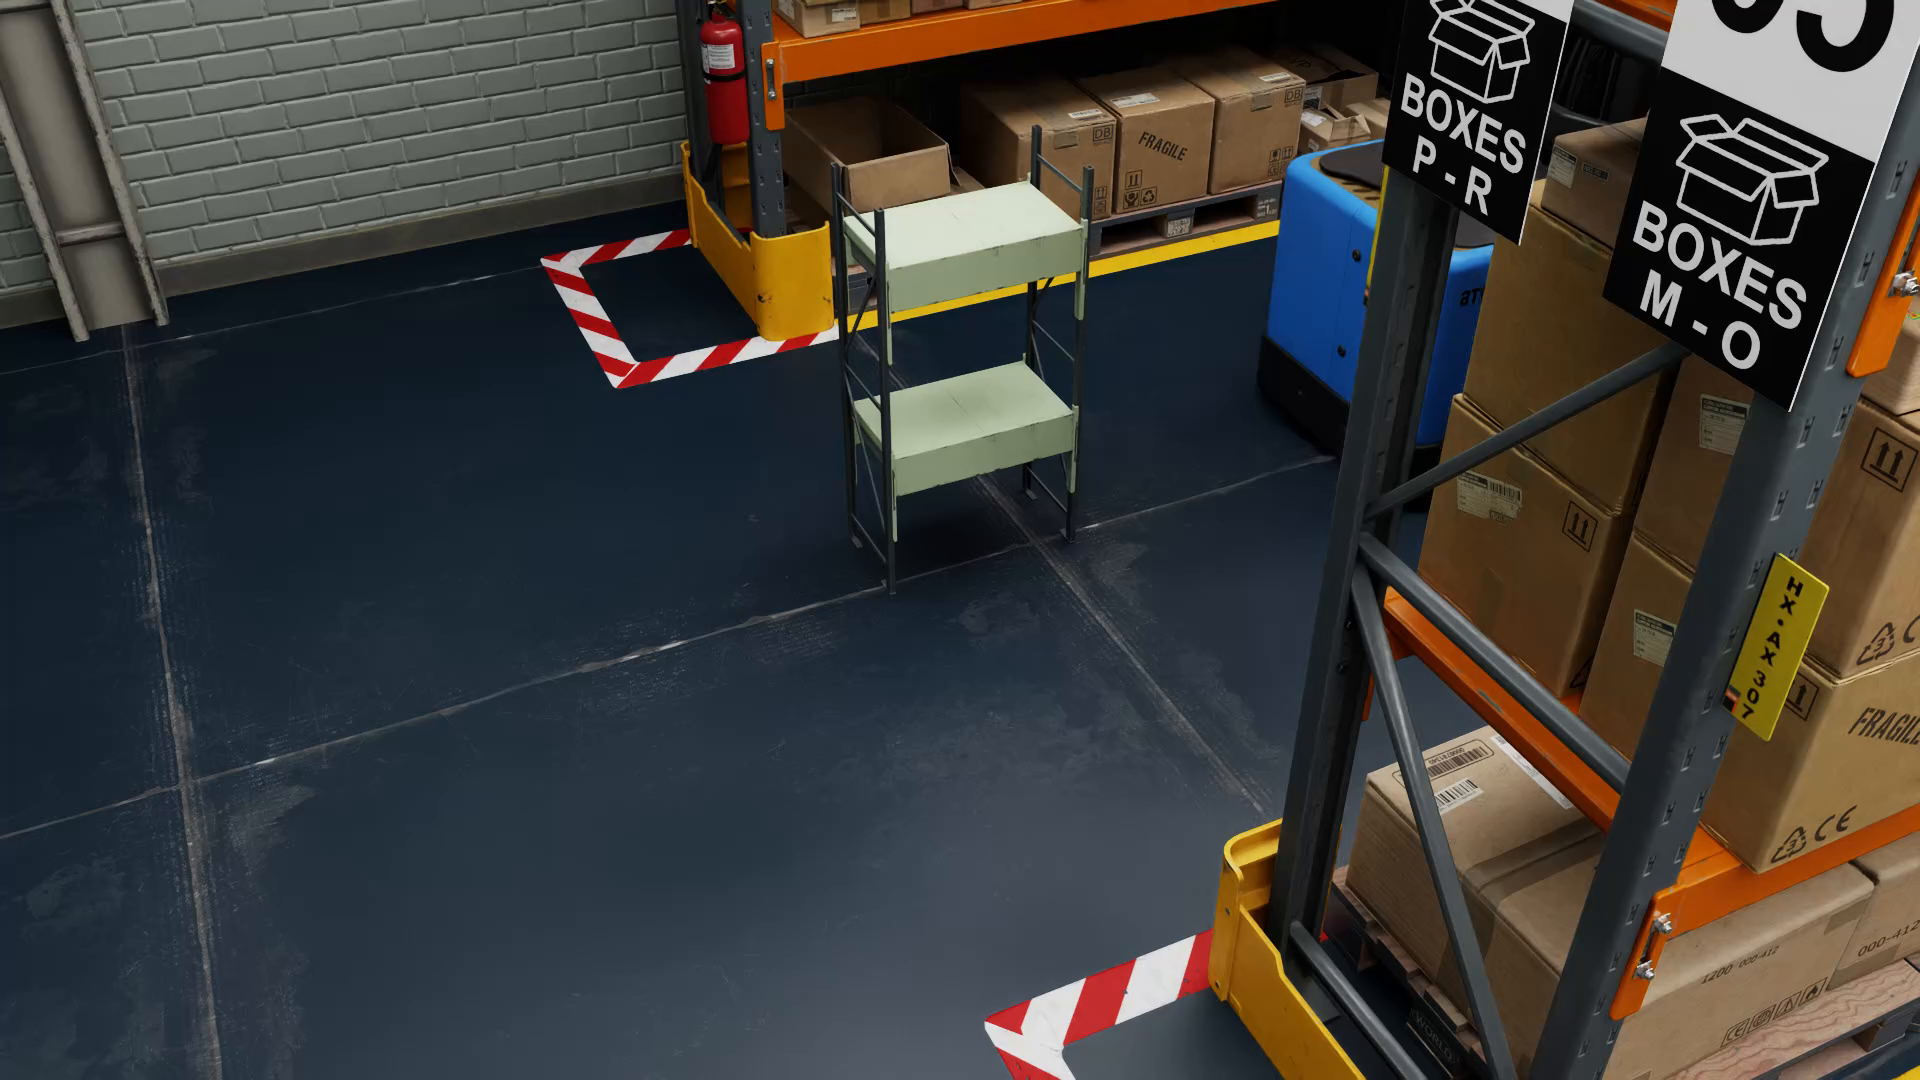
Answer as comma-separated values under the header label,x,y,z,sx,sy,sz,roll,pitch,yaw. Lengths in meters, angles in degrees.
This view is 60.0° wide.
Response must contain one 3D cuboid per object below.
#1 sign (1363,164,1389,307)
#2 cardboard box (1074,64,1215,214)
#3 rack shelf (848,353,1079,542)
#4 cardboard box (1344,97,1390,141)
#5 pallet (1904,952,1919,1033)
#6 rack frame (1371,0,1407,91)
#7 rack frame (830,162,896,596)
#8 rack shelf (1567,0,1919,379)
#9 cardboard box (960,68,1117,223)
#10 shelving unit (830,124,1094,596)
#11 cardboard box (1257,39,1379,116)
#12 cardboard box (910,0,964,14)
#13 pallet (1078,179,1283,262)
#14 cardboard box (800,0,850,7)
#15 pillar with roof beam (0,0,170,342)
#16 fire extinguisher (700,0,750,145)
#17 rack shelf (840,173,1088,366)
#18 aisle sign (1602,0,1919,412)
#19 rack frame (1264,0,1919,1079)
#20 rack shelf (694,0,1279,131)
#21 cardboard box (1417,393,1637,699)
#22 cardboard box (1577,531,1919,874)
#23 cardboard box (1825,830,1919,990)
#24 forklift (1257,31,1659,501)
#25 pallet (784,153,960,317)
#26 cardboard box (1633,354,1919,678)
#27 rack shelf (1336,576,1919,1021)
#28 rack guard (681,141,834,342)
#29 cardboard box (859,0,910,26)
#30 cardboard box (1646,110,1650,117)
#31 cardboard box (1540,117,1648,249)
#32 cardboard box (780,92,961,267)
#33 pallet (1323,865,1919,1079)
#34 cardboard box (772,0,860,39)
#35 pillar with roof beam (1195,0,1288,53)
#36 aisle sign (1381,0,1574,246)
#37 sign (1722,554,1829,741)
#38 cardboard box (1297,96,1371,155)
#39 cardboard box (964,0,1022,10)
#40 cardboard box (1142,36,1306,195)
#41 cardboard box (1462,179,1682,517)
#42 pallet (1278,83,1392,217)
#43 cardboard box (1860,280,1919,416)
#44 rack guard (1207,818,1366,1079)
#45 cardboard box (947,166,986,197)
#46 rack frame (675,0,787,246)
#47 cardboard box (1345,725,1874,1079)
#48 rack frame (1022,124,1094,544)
label,x,y,z,sx,sy,sz,roll,pitch,yaw
sign,0.872,-0.600,3.370,0.005,0.325,0.100,-16,39,-20
cardboard box,0.883,-1.963,8.125,0.500,0.500,0.500,-15,39,-19
rack shelf,0.006,-0.342,6.000,0.720,0.370,0.431,-16,39,-20
cardboard box,2.219,-2.156,8.680,0.250,0.149,0.380,-17,40,-21
pallet,2.883,0.825,4.960,1.213,0.211,1.003,-16,39,-20
rack frame,2.598,-3.432,8.359,0.127,3.000,1.000,-16,39,-20
rack frame,-0.325,-0.511,5.681,0.023,1.500,0.400,-16,39,-20
rack shelf,2.900,-1.166,3.390,4.000,0.370,1.077,-16,39,-20
cardboard box,0.361,-1.883,8.017,0.500,0.500,0.700,-14,39,-18
shelving unit,0.006,-0.604,5.805,0.755,1.500,0.431,-16,39,-20
cardboard box,1.900,-2.481,8.981,0.500,0.311,0.500,-14,39,-18
cardboard box,-0.175,-2.428,7.217,0.250,0.149,0.380,-16,40,-21
pallet,0.870,-1.827,8.537,1.213,0.211,1.003,-16,39,-20
cardboard box,-0.498,-2.448,6.909,0.500,0.250,0.500,-15,39,-20
pillar with roof beam,-2.017,-2.311,1.812,0.400,9.000,9.100,-16,39,-20
fire extinguisher,-0.960,-1.952,6.742,0.183,0.674,0.296,-16,39,-20
rack shelf,0.006,-0.918,5.573,0.720,0.370,0.431,-16,39,-20
aisle sign,1.148,-0.613,2.377,0.004,0.787,0.394,-16,39,-20
rack frame,1.090,0.256,3.386,0.127,3.000,1.000,-16,39,-20
rack shelf,0.788,-2.637,7.891,4.000,0.370,1.077,-16,39,-20
cardboard box,1.414,-0.049,3.714,0.500,0.500,0.500,-15,39,-20
cardboard box,1.646,0.250,3.312,0.500,0.500,0.500,-16,39,-20
cardboard box,2.469,0.660,4.641,0.875,0.438,0.875,-15,39,-19
forklift,2.815,-1.905,6.358,3.031,2.935,1.130,-15,39,-19
pallet,-0.233,-1.521,8.124,1.213,0.211,1.003,-16,39,-20
cardboard box,1.645,-0.153,3.015,0.500,0.500,0.500,-16,40,-21
rack shelf,2.900,0.039,4.283,4.000,0.370,1.077,-16,39,-20
rack guard,-0.954,-1.435,7.765,0.348,0.500,1.175,-16,39,-20
cardboard box,-0.398,-2.343,7.102,0.250,0.149,0.380,-15,39,-19
cardboard box,1.549,-0.722,3.238,0.250,0.149,0.380,-15,39,-19
cardboard box,1.329,-0.645,3.134,0.250,0.149,0.380,-15,39,-19
cardboard box,-0.429,-1.689,7.753,0.637,0.503,0.797,-17,40,-22
pallet,1.780,1.132,4.547,1.213,0.211,1.003,-16,39,-20
cardboard box,-0.609,-2.254,6.982,0.250,0.149,0.380,-16,39,-20
pillar with roof beam,3.414,-3.830,3.860,0.400,9.000,9.100,-16,39,-20
aisle sign,0.893,-0.937,2.813,0.004,0.787,0.394,-16,39,-20
sign,1.320,0.178,2.699,0.005,0.325,0.100,-16,39,-20
cardboard box,1.895,-2.113,8.523,0.258,0.266,0.396,-14,39,-18
cardboard box,0.080,-2.459,7.259,0.250,0.149,0.380,-14,39,-19
cardboard box,1.301,-2.146,8.371,0.500,0.500,0.700,-17,40,-22
cardboard box,1.425,-0.436,3.396,0.500,0.500,0.500,-14,39,-18
pallet,1.976,-2.139,8.956,1.213,0.211,1.003,-16,39,-20
cardboard box,1.529,-0.386,2.785,0.250,0.149,0.380,-15,39,-19
rack guard,1.068,1.266,4.123,0.348,0.500,1.175,-16,39,-20
cardboard box,-0.028,-1.633,7.975,0.250,0.149,0.380,-17,40,-22
rack frame,-1.023,-2.419,6.994,0.127,3.000,1.000,-16,39,-20
cardboard box,1.645,0.896,4.323,0.875,0.438,0.875,-17,40,-21
rack frame,0.337,-0.697,5.930,0.023,1.500,0.400,-16,39,-20
